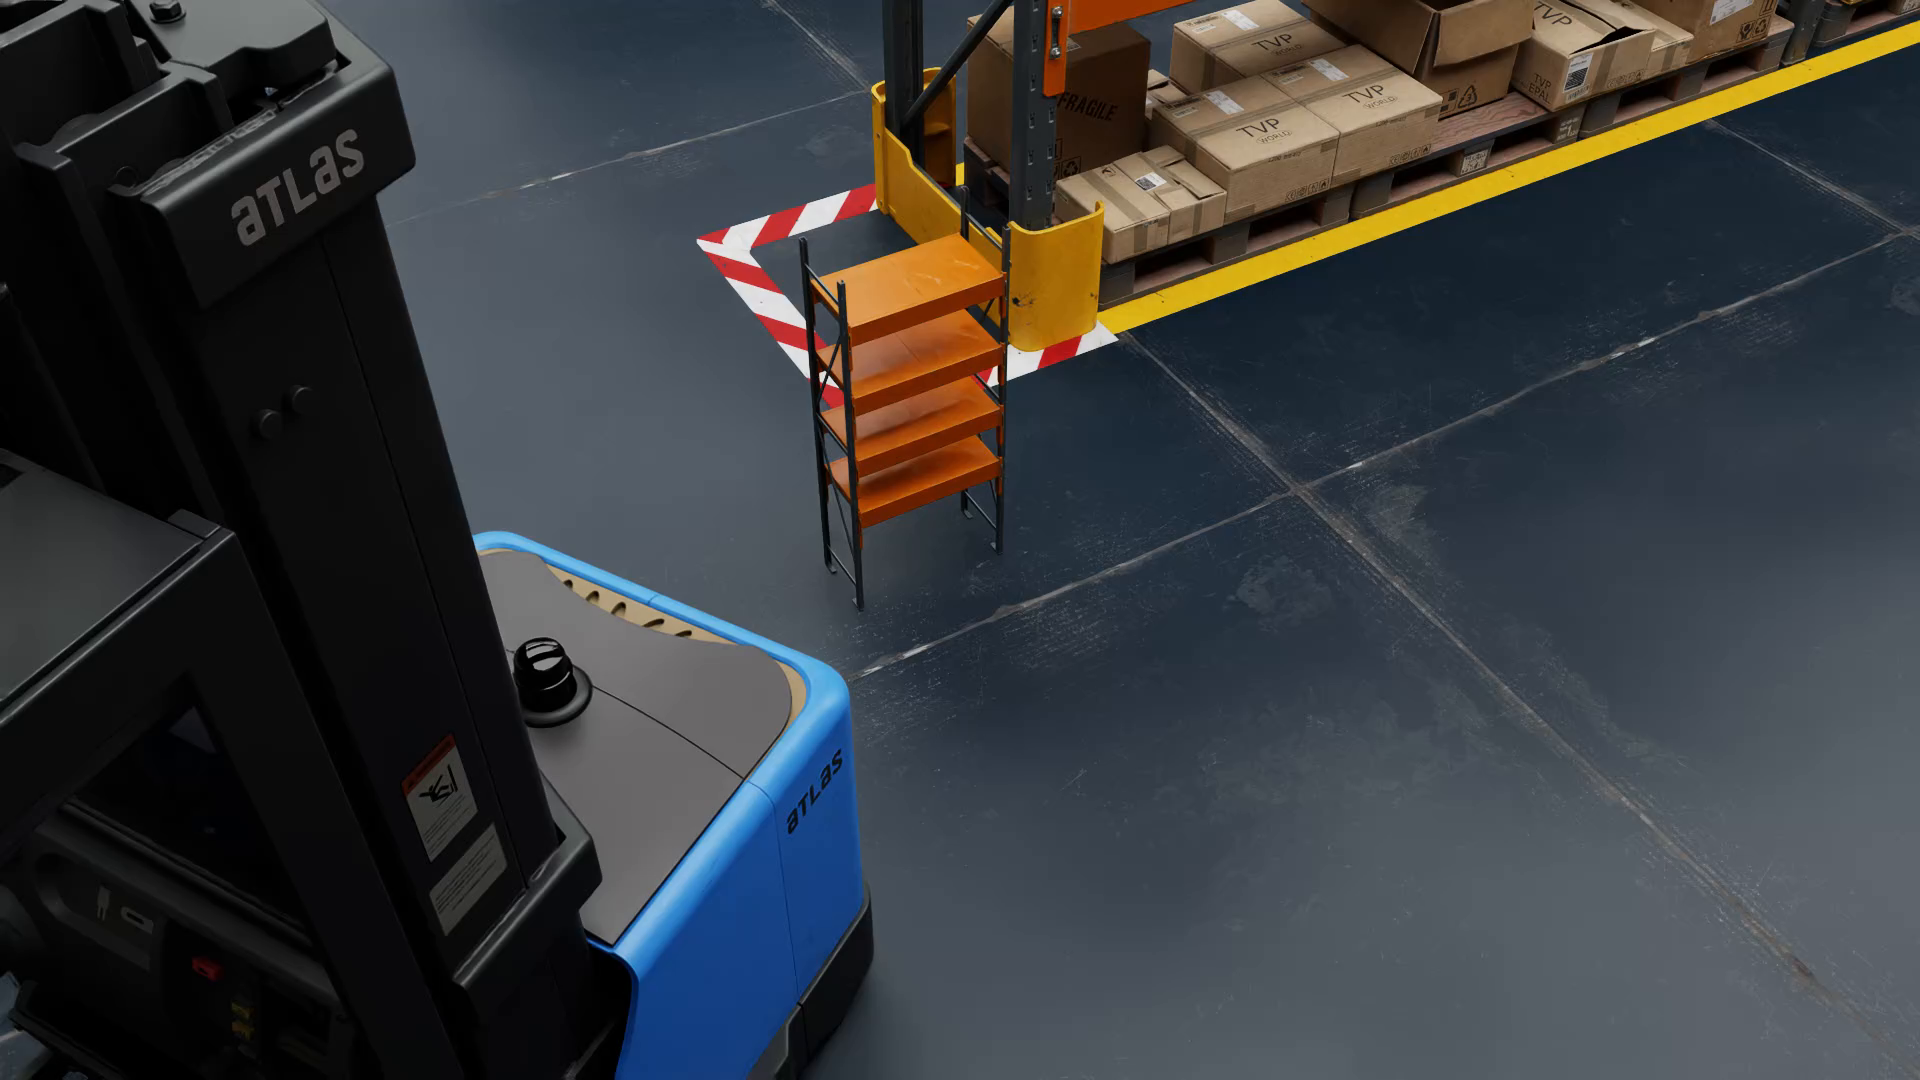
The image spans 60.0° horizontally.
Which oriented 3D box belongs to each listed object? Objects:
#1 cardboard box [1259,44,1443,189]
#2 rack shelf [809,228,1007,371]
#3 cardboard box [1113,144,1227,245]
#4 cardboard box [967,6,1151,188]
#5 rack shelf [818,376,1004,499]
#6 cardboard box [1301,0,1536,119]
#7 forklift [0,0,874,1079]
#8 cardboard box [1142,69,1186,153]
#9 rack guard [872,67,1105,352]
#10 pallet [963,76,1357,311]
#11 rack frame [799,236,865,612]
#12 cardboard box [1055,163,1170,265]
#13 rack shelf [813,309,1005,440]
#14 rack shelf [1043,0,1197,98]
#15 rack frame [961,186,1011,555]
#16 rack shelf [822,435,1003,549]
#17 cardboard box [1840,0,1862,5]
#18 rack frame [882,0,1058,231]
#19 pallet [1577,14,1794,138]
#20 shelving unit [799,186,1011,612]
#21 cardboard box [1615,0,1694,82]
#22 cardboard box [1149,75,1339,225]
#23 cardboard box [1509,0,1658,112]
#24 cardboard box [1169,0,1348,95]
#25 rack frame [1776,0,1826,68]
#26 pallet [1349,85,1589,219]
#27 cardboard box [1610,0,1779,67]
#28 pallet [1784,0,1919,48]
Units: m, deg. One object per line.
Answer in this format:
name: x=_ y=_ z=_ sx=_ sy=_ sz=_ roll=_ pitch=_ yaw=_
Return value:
cardboard box: x=1.496 y=-1.653 z=6.458 sx=0.500 sy=0.250 sz=0.500 roll=-22 pitch=48 yaw=-21
rack shelf: x=-0.144 y=-0.655 z=4.499 sx=0.480 sy=0.148 sz=0.258 roll=-22 pitch=48 yaw=-21
cardboard box: x=0.767 y=-1.283 z=6.137 sx=0.250 sy=0.166 sz=0.380 roll=-22 pitch=48 yaw=-21
cardboard box: x=0.365 y=-1.716 z=6.343 sx=0.500 sy=0.500 sz=0.500 roll=-22 pitch=48 yaw=-21
rack shelf: x=-0.144 y=-0.325 z=4.820 sx=0.480 sy=0.148 sz=0.258 roll=-22 pitch=48 yaw=-21
cardboard box: x=1.858 y=-2.112 z=6.749 sx=0.637 sy=0.503 sz=0.797 roll=-22 pitch=48 yaw=-21
forklift: x=-1.356 y=0.738 z=2.385 sx=1.130 sy=2.935 sz=3.031 roll=21 pitch=48 yaw=20
cardboard box: x=0.761 y=-1.682 z=6.548 sx=0.250 sy=0.166 sz=0.380 roll=-22 pitch=48 yaw=-21
rack guard: x=0.082 y=-1.247 z=6.176 sx=0.348 sy=0.500 sz=1.175 roll=-22 pitch=48 yaw=-21
pallet: x=0.773 y=-1.420 z=6.562 sx=1.213 sy=0.211 sz=1.003 roll=-22 pitch=48 yaw=-21
rack frame: x=-0.355 y=-0.288 z=4.686 sx=0.015 sy=1.200 sz=0.240 roll=-22 pitch=48 yaw=-21
cardboard box: x=0.550 y=-1.190 z=6.053 sx=0.250 sy=0.149 sz=0.380 roll=-22 pitch=48 yaw=-21
rack shelf: x=-0.144 y=-0.485 z=4.664 sx=0.480 sy=0.148 sz=0.258 roll=-22 pitch=48 yaw=-21
rack shelf: x=1.750 y=-2.553 z=6.243 sx=4.000 sy=0.370 sz=1.077 roll=-22 pitch=48 yaw=-21
rack frame: x=0.068 y=-0.458 z=4.860 sx=0.015 sy=1.200 sz=0.240 roll=-22 pitch=48 yaw=-21
rack shelf: x=-0.144 y=-0.182 z=4.958 sx=0.480 sy=0.148 sz=0.258 roll=-22 pitch=48 yaw=-21
cardboard box: x=4.025 y=-2.787 z=7.447 sx=0.500 sy=0.500 sz=0.500 roll=-24 pitch=49 yaw=-23
rack frame: x=0.016 y=-2.117 z=5.278 sx=0.127 sy=3.000 sz=1.000 roll=-22 pitch=48 yaw=-21
pallet: x=2.888 y=-2.267 z=7.434 sx=1.213 sy=0.211 sz=1.003 roll=-22 pitch=48 yaw=-21
shelving unit: x=-0.144 y=-0.373 z=4.773 sx=0.503 sy=1.200 sz=0.258 roll=-22 pitch=48 yaw=-21
cardboard box: x=2.836 y=-2.105 z=6.996 sx=0.250 sy=0.149 sz=0.380 roll=-22 pitch=48 yaw=-21
cardboard box: x=1.062 y=-1.479 z=6.279 sx=0.500 sy=0.250 sz=0.500 roll=-22 pitch=48 yaw=-21
cardboard box: x=2.481 y=-2.069 z=6.843 sx=0.500 sy=0.311 sz=0.500 roll=-22 pitch=48 yaw=-21
cardboard box: x=1.203 y=-1.937 z=6.751 sx=0.500 sy=0.250 sz=0.500 roll=-22 pitch=48 yaw=-21
rack frame: x=3.484 y=-3.505 z=6.708 sx=0.127 sy=3.000 sz=1.000 roll=-22 pitch=48 yaw=-21
pallet: x=1.829 y=-1.841 z=6.995 sx=1.213 sy=0.211 sz=1.003 roll=-22 pitch=48 yaw=-21
cardboard box: x=3.132 y=-2.397 z=7.045 sx=0.500 sy=0.500 sz=0.500 roll=-22 pitch=48 yaw=-21
pallet: x=4.171 y=-2.809 z=7.993 sx=1.213 sy=0.211 sz=1.003 roll=-22 pitch=48 yaw=-21
